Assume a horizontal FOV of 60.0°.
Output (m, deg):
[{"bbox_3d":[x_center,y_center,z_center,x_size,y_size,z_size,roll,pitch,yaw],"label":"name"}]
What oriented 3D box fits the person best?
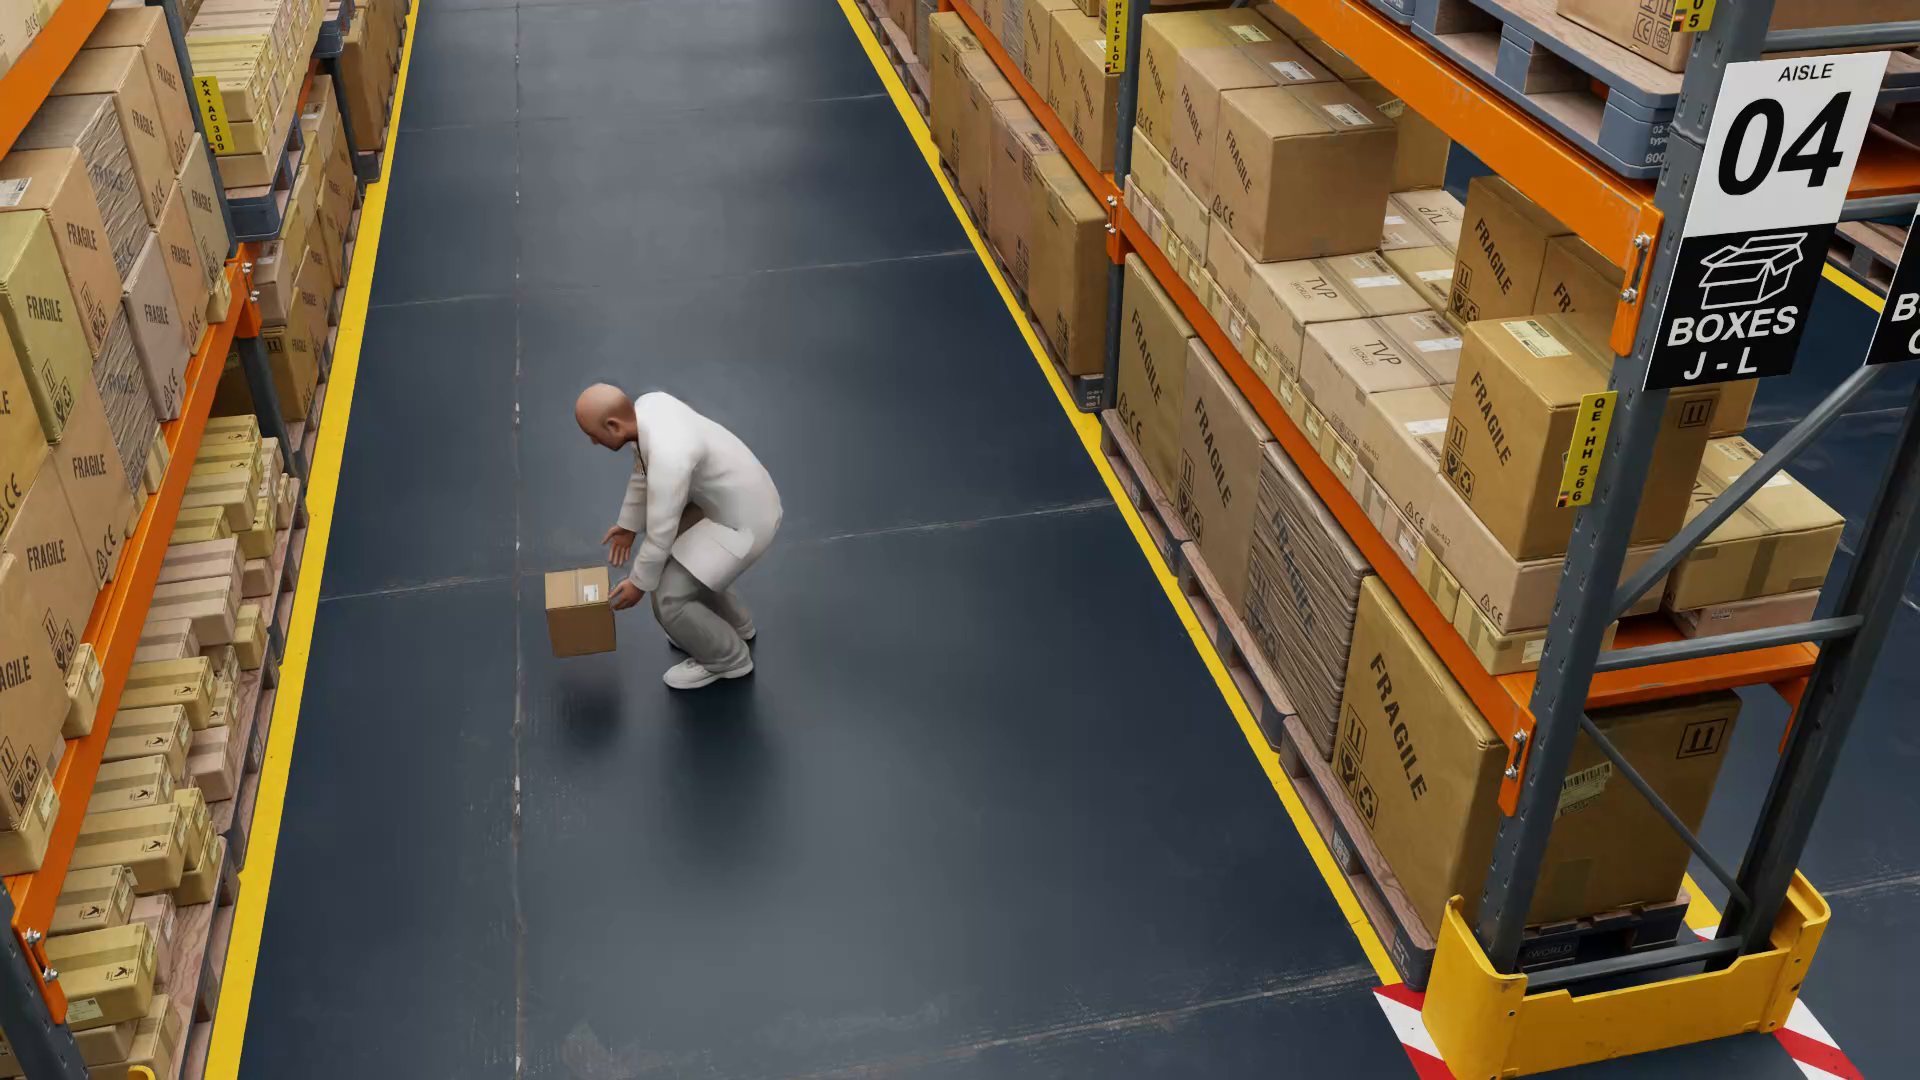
[{"bbox_3d":[-1.072,-0.044,6.594,0.749,1.365,0.632,-7,35,-10],"label":"person"}]
